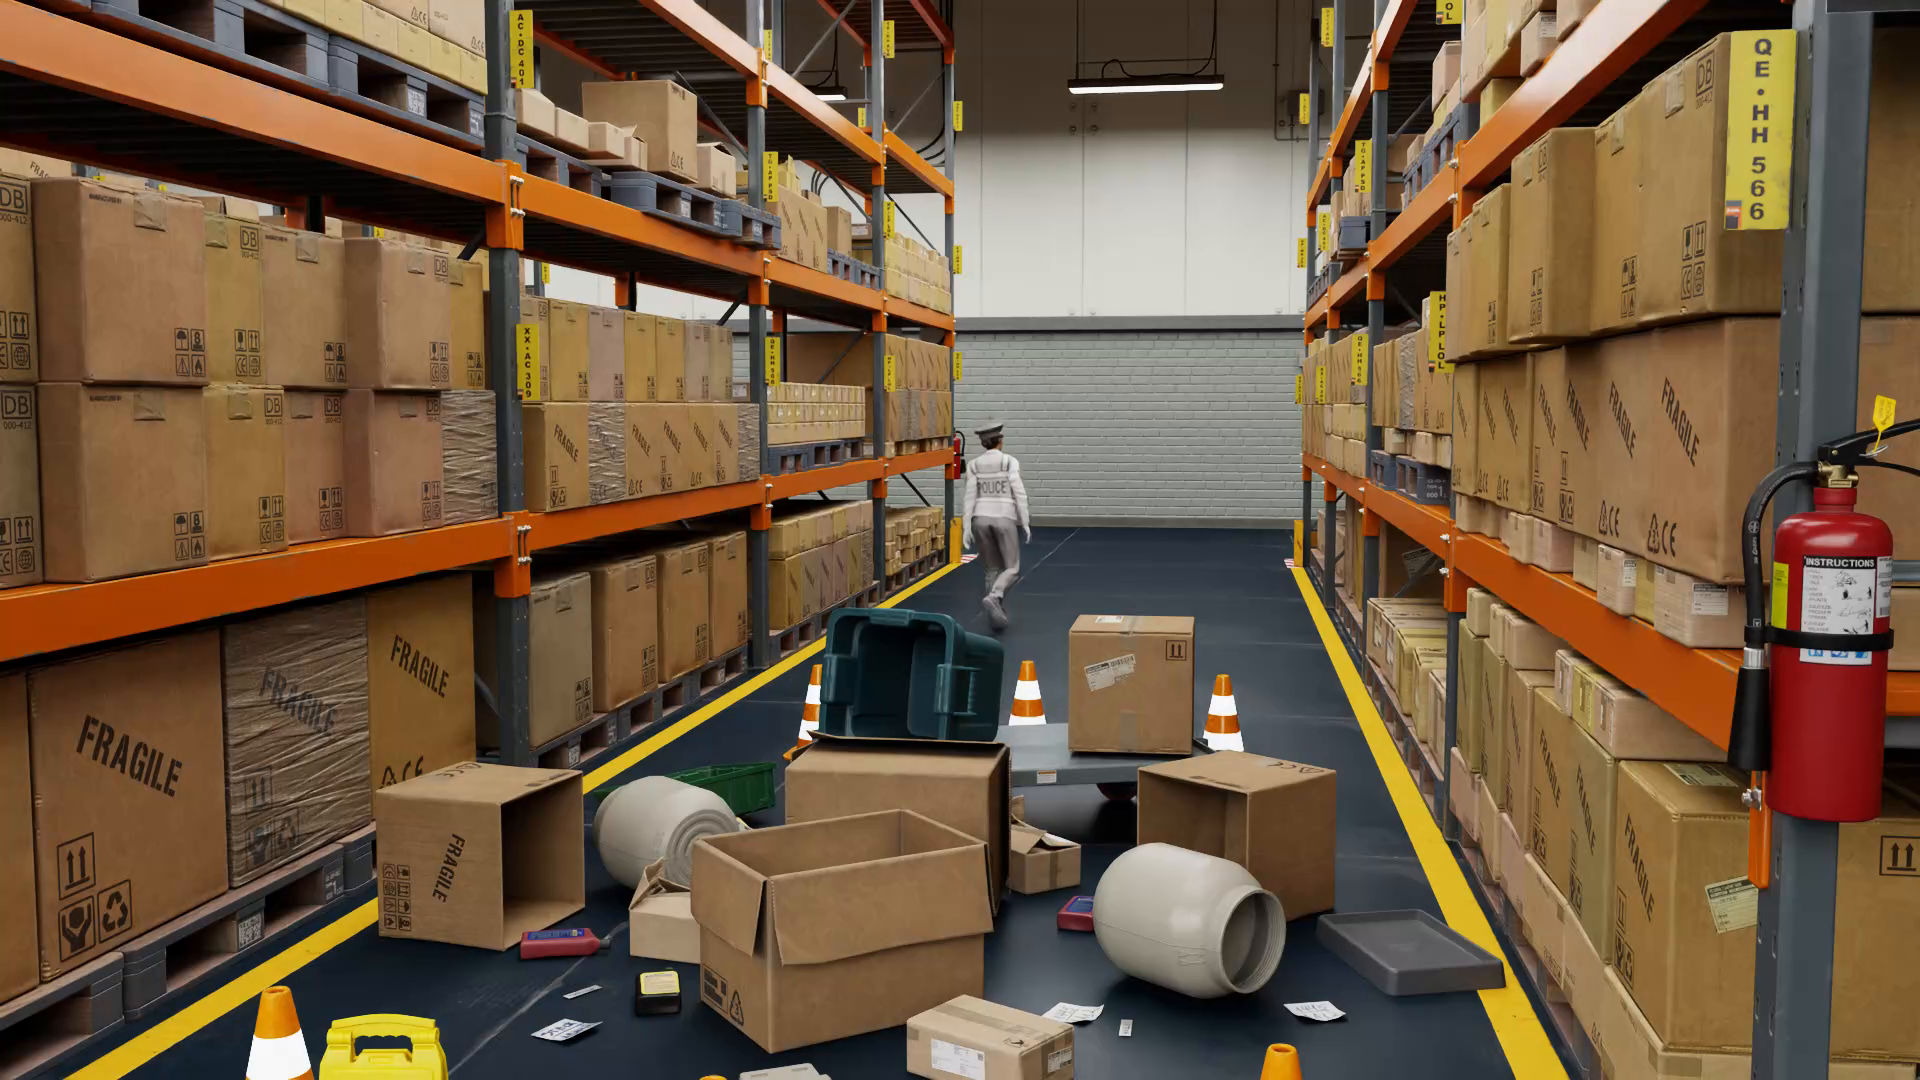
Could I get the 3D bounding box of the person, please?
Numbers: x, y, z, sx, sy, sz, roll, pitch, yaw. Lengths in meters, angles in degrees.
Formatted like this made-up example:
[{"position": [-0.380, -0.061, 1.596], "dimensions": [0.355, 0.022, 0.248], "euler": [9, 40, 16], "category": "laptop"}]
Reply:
[{"position": [2.642, -1.281, 13.219], "dimensions": [4.986, 2.387, 22.365], "euler": [1, 5, 17], "category": "person"}]
